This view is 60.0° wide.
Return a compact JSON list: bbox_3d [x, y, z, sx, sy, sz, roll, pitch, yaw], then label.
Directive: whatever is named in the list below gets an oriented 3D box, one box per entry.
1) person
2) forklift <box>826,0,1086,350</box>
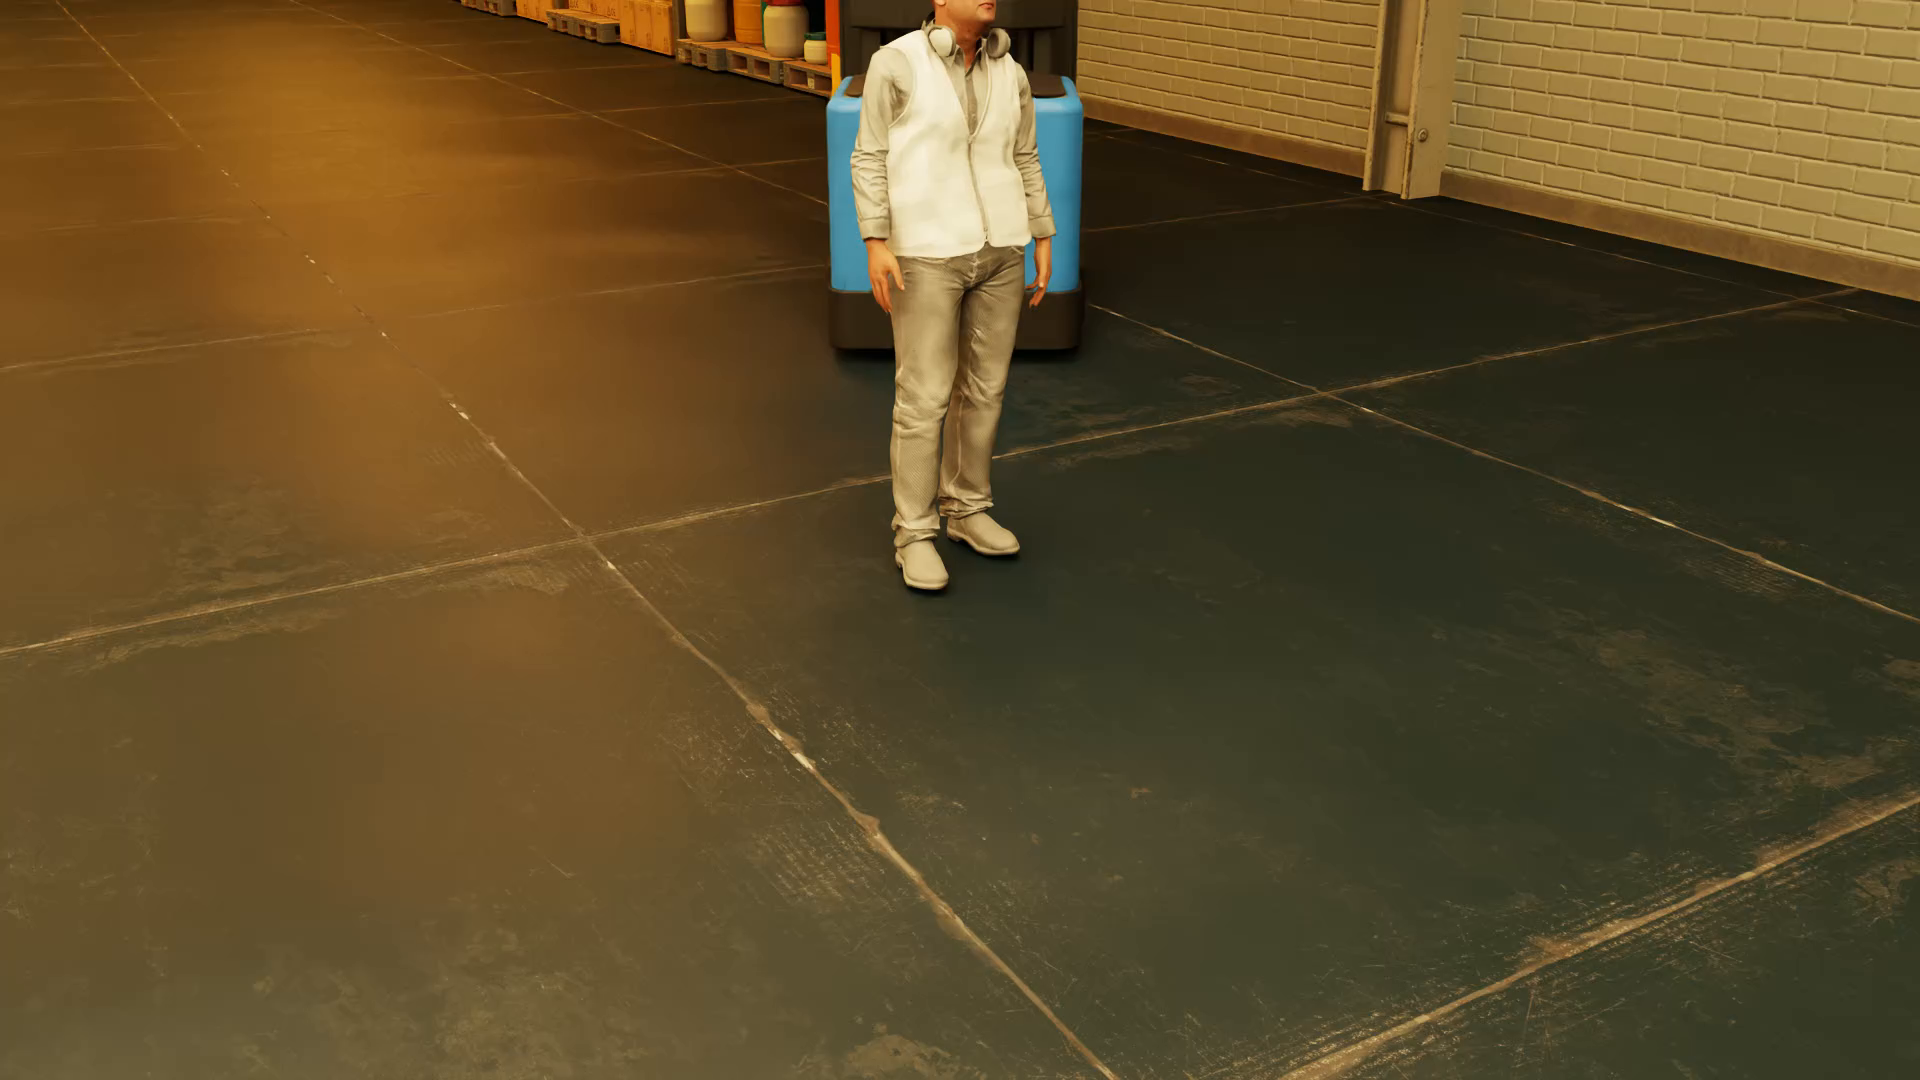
[{"bbox_3d":[0.024,-0.805,4.742,0.632,1.773,0.568,-12,25,-28],"label":"person"},{"bbox_3d":[-0.004,-2.650,7.732,1.130,2.935,3.031,0,22,1],"label":"forklift"}]
